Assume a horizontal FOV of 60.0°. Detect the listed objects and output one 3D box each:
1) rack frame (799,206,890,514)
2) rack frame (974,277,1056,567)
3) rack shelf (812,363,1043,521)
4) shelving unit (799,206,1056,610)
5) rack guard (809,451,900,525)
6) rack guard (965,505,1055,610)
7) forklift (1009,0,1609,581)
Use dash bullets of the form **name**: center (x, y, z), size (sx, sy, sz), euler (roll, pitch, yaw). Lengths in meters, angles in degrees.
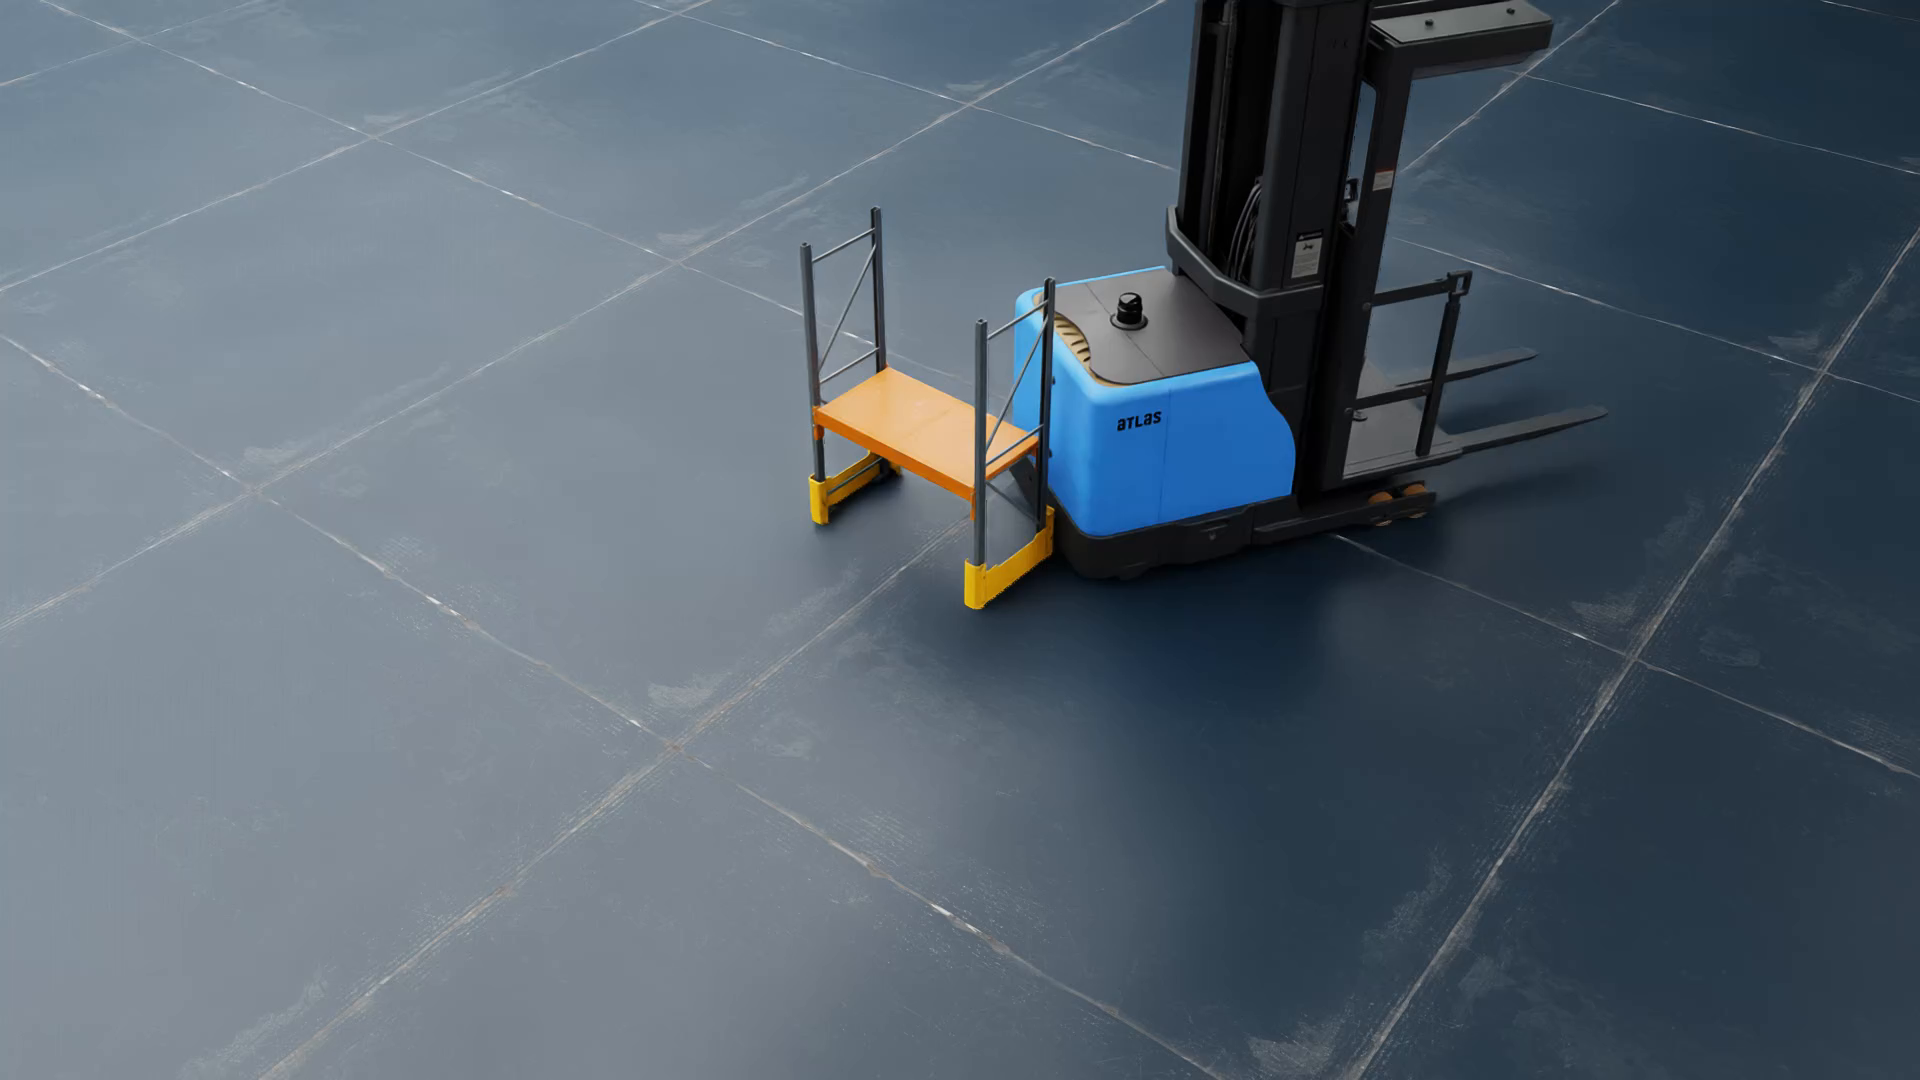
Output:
- **rack frame**: center (-0.536, -0.823, 7.945), size (0.032, 1.500, 0.500), euler (28, 46, 31)
- **rack frame**: center (0.236, -0.415, 7.424), size (0.032, 1.500, 0.500), euler (28, 46, 31)
- **rack shelf**: center (-0.150, -0.477, 7.796), size (1.000, 0.185, 0.538), euler (28, 46, 31)
- **shelving unit**: center (-0.143, -0.615, 7.680), size (1.083, 1.500, 0.587), euler (28, 46, 31)
- **rack guard**: center (-0.521, -0.323, 8.321), size (0.087, 0.250, 0.587), euler (28, 46, 31)
- **rack guard**: center (0.235, 0.077, 7.810), size (0.087, 0.250, 0.587), euler (28, 46, 31)
- **forklift**: center (1.822, -1.516, 7.670), size (3.031, 2.935, 1.130), euler (-13, 40, -15)
